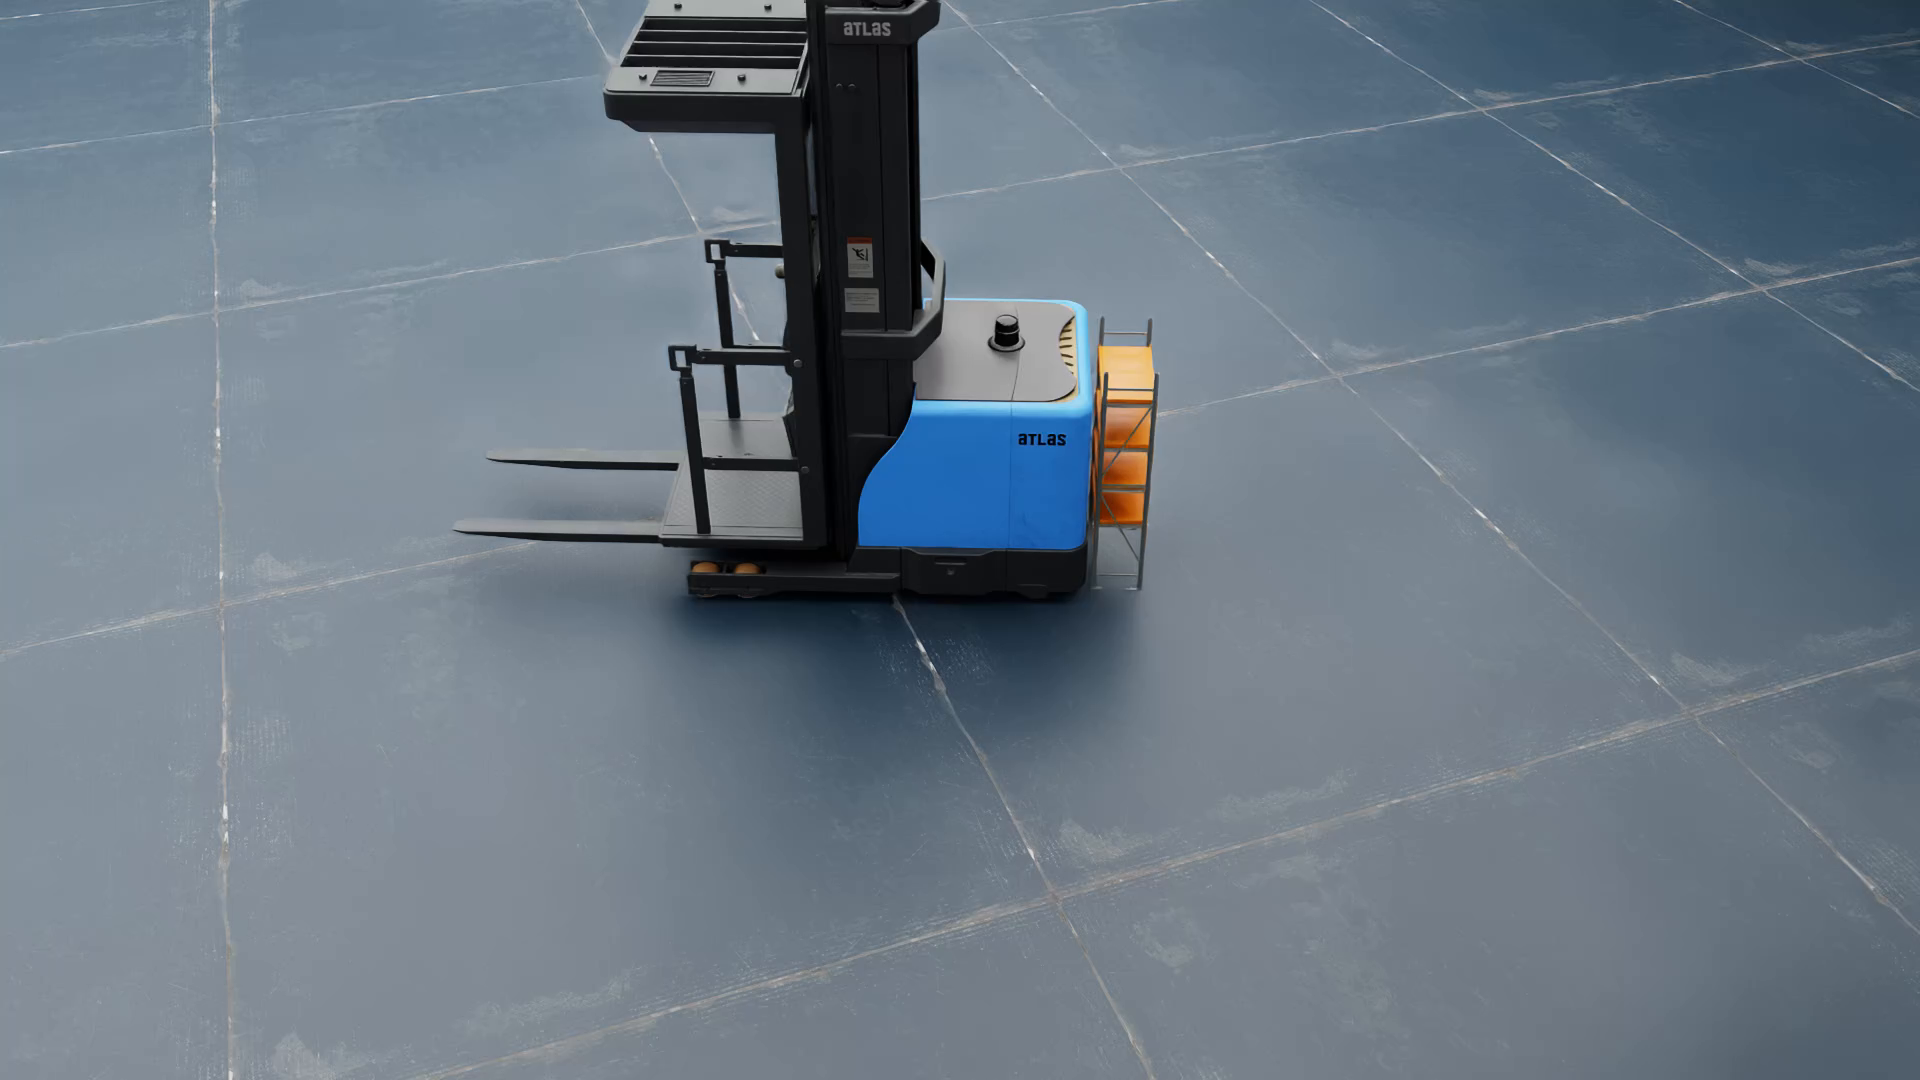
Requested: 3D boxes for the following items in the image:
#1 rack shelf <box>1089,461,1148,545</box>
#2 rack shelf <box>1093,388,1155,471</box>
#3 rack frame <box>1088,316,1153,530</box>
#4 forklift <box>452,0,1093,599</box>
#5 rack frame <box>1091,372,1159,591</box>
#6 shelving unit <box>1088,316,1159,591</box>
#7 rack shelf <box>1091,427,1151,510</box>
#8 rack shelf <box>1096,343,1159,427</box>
[{"bbox_3d":[0.753,-0.179,7.931,0.258,0.148,0.480,1,37,2],"label":"rack shelf"},{"bbox_3d":[0.753,-0.516,7.677,0.258,0.148,0.480,1,37,2],"label":"rack shelf"},{"bbox_3d":[0.761,-0.538,7.966,0.240,1.200,0.015,1,37,2],"label":"rack frame"},{"bbox_3d":[-0.903,-1.212,7.423,3.031,2.935,1.130,1,37,2],"label":"forklift"},{"bbox_3d":[0.745,-0.244,7.577,0.240,1.200,0.015,1,37,2],"label":"rack frame"},{"bbox_3d":[0.753,-0.391,7.772,0.258,1.200,0.503,1,37,2],"label":"shelving unit"},{"bbox_3d":[0.753,-0.337,7.812,0.258,0.148,0.480,1,37,2],"label":"rack shelf"},{"bbox_3d":[0.753,-0.705,7.535,0.258,0.148,0.480,1,37,2],"label":"rack shelf"}]
